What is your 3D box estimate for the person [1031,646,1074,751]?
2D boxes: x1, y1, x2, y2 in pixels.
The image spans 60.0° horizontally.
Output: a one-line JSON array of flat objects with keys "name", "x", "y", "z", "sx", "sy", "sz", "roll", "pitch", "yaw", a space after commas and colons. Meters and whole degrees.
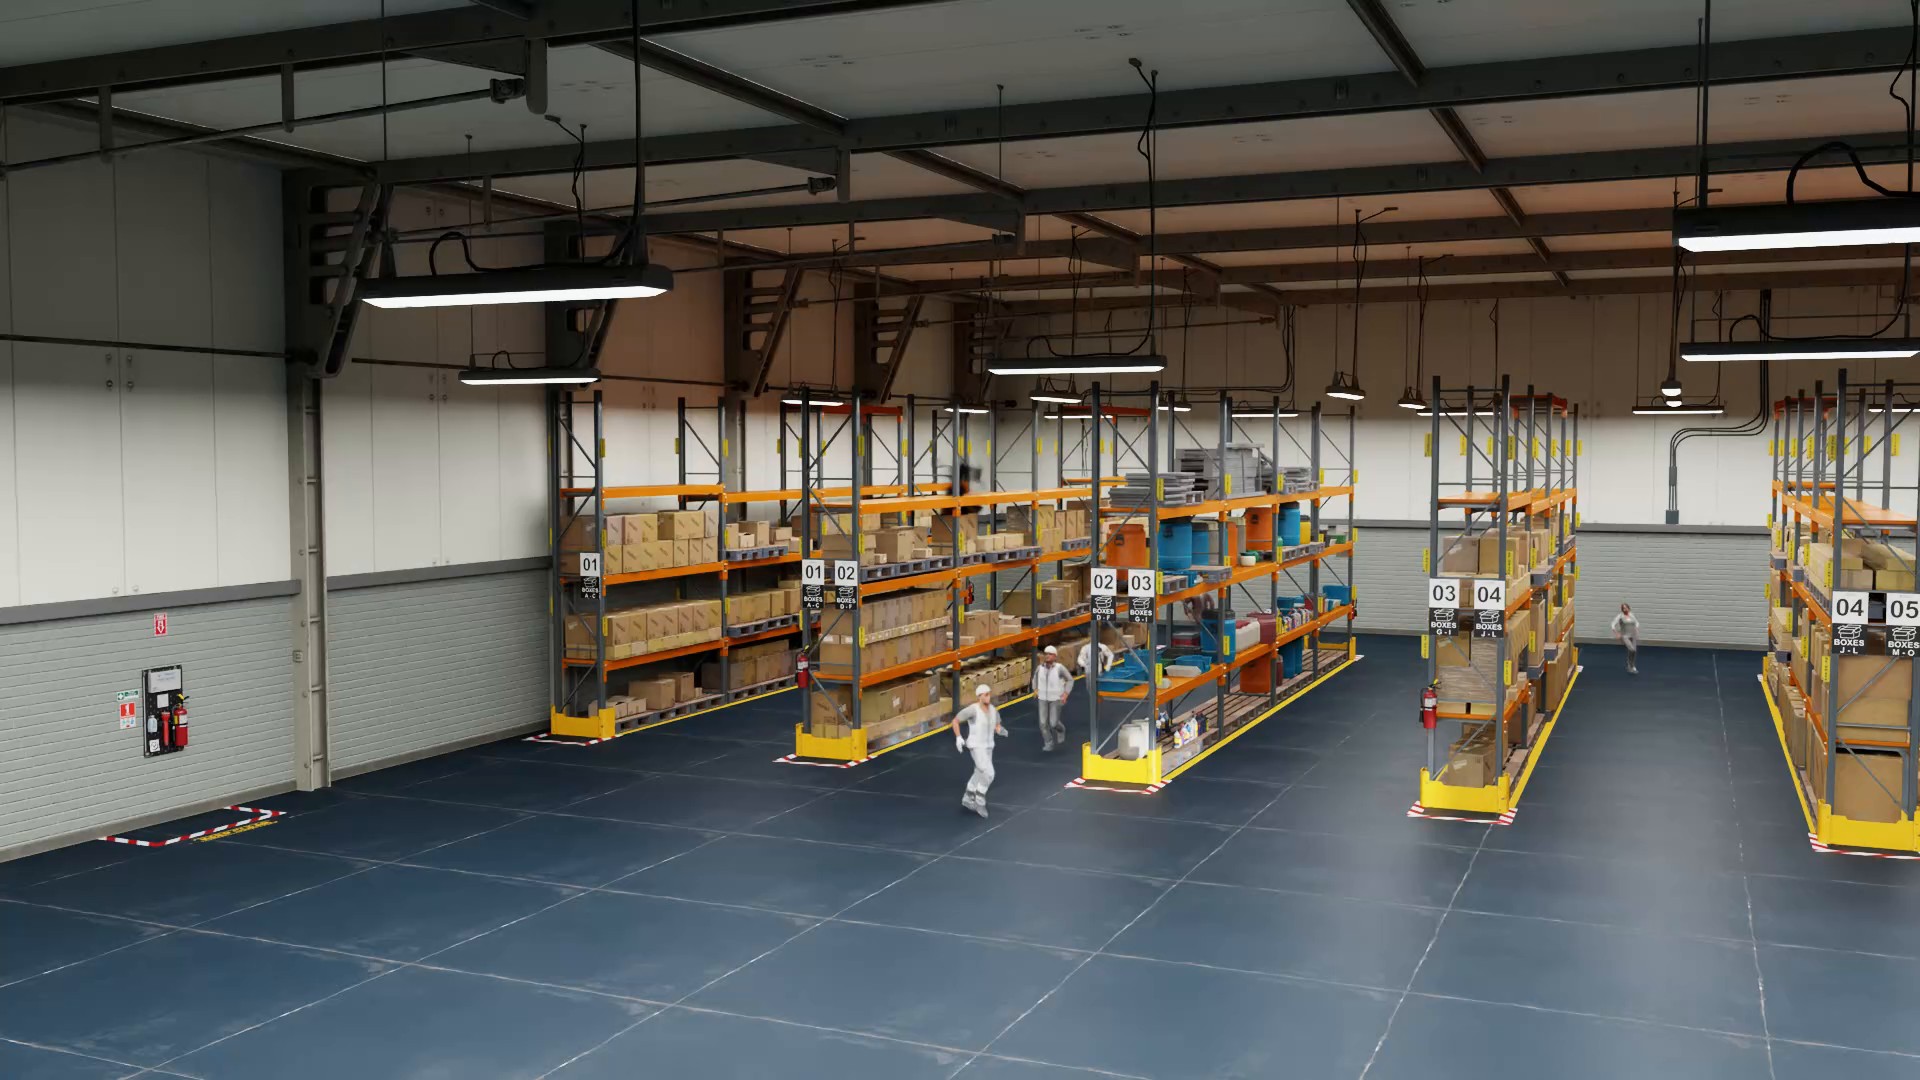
[{"name": "person", "x": 1.495, "y": 2.593, "z": 27.253, "sx": 0.707, "sy": 1.729, "sz": 0.609, "roll": 1, "pitch": 3, "yaw": 23}]

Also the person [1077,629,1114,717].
[{"name": "person", "x": 2.442, "y": 2.464, "z": 30.234, "sx": 0.616, "sy": 1.716, "sz": 0.683, "roll": 1, "pitch": 3, "yaw": 18}]

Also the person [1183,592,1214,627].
[{"name": "person", "x": 5.935, "y": 1.890, "z": 40.806, "sx": 0.767, "sy": 1.748, "sz": 0.615, "roll": -1, "pitch": 3, "yaw": -25}]

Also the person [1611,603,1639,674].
[{"name": "person", "x": 14.834, "y": 2.198, "z": 36.974, "sx": 0.591, "sy": 1.542, "sz": 0.595, "roll": 0, "pitch": 3, "yaw": -7}]

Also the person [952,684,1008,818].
[{"name": "person", "x": 0.300, "y": 2.861, "z": 22.597, "sx": 0.824, "sy": 1.811, "sz": 0.642, "roll": 3, "pitch": 4, "yaw": 44}]
